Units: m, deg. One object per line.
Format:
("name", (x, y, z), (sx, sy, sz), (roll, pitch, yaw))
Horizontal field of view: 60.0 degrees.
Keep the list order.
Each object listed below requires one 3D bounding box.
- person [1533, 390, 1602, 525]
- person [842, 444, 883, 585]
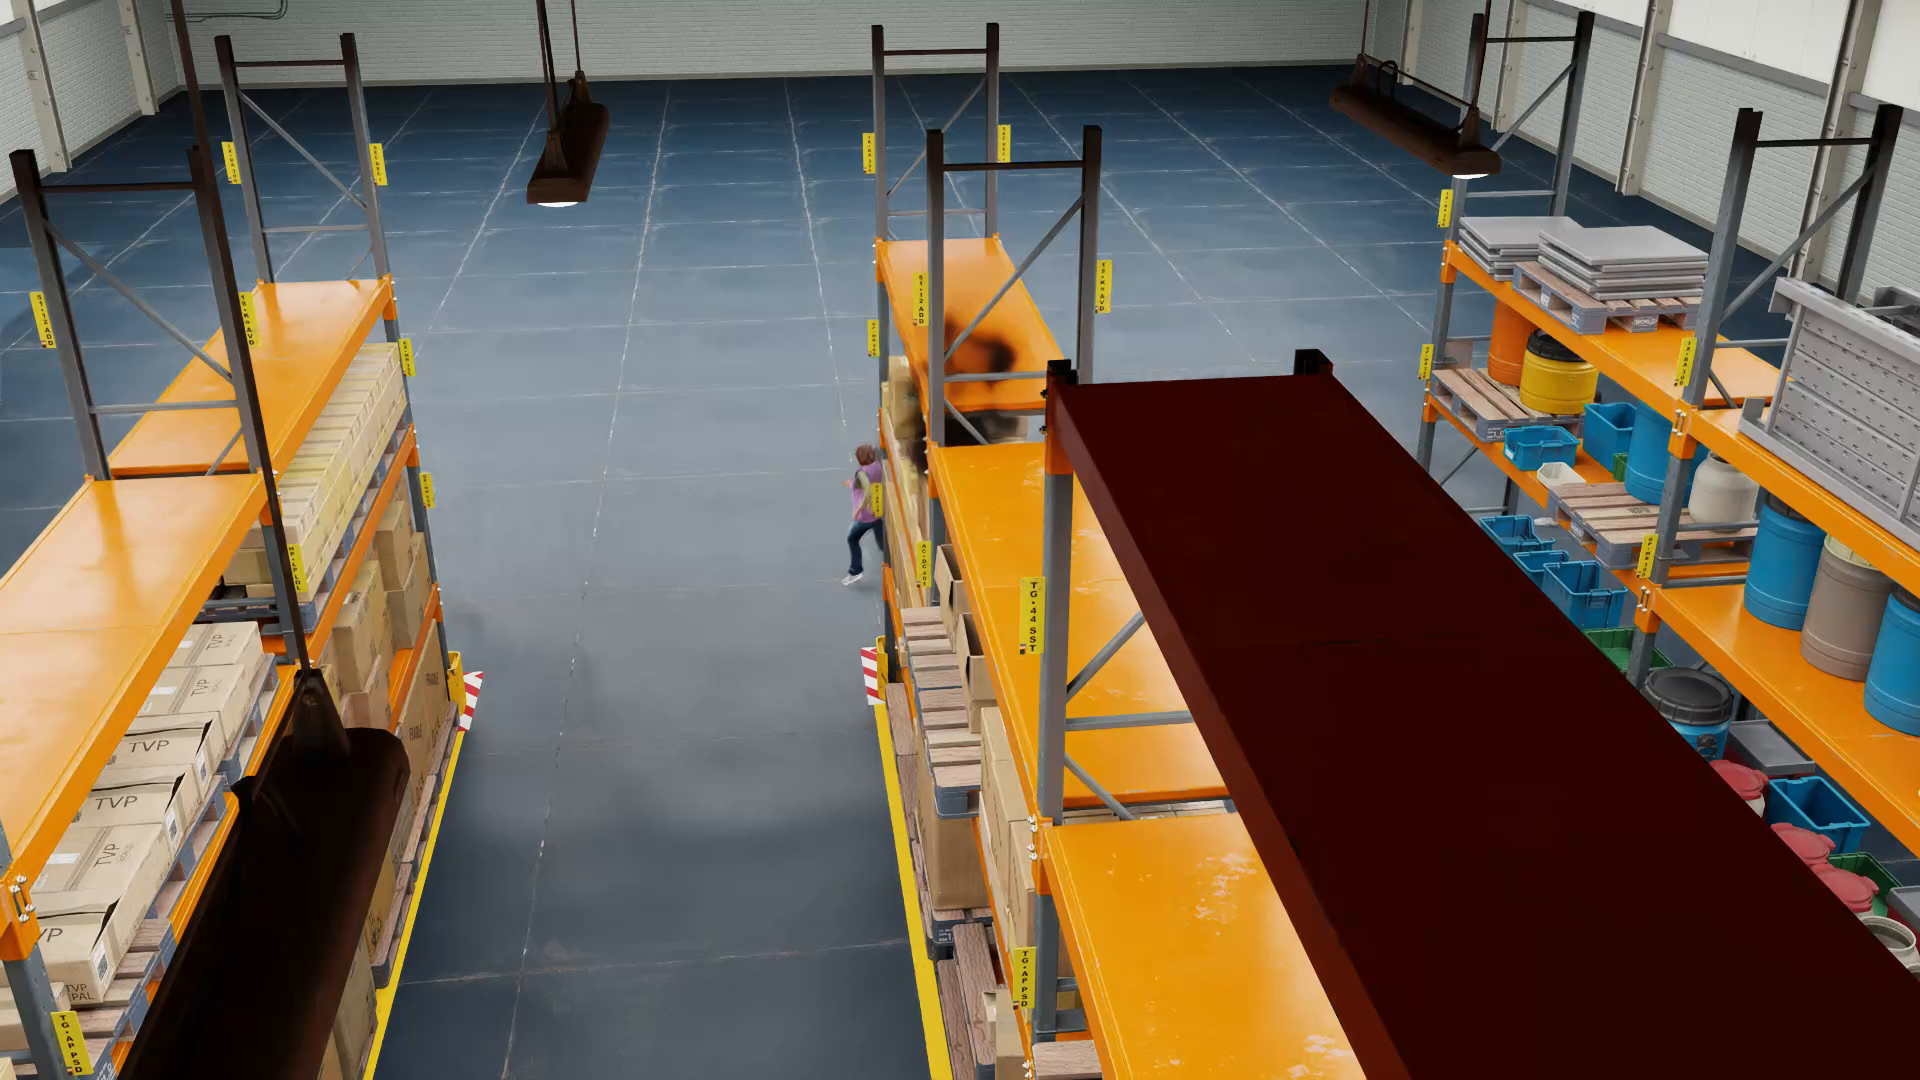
("person", (6.908, -0.871, 18.399), (0.891, 1.681, 0.537), (9, 27, 19))
("person", (-0.881, -0.198, 17.071), (0.851, 1.631, 0.549), (17, 30, 31))
